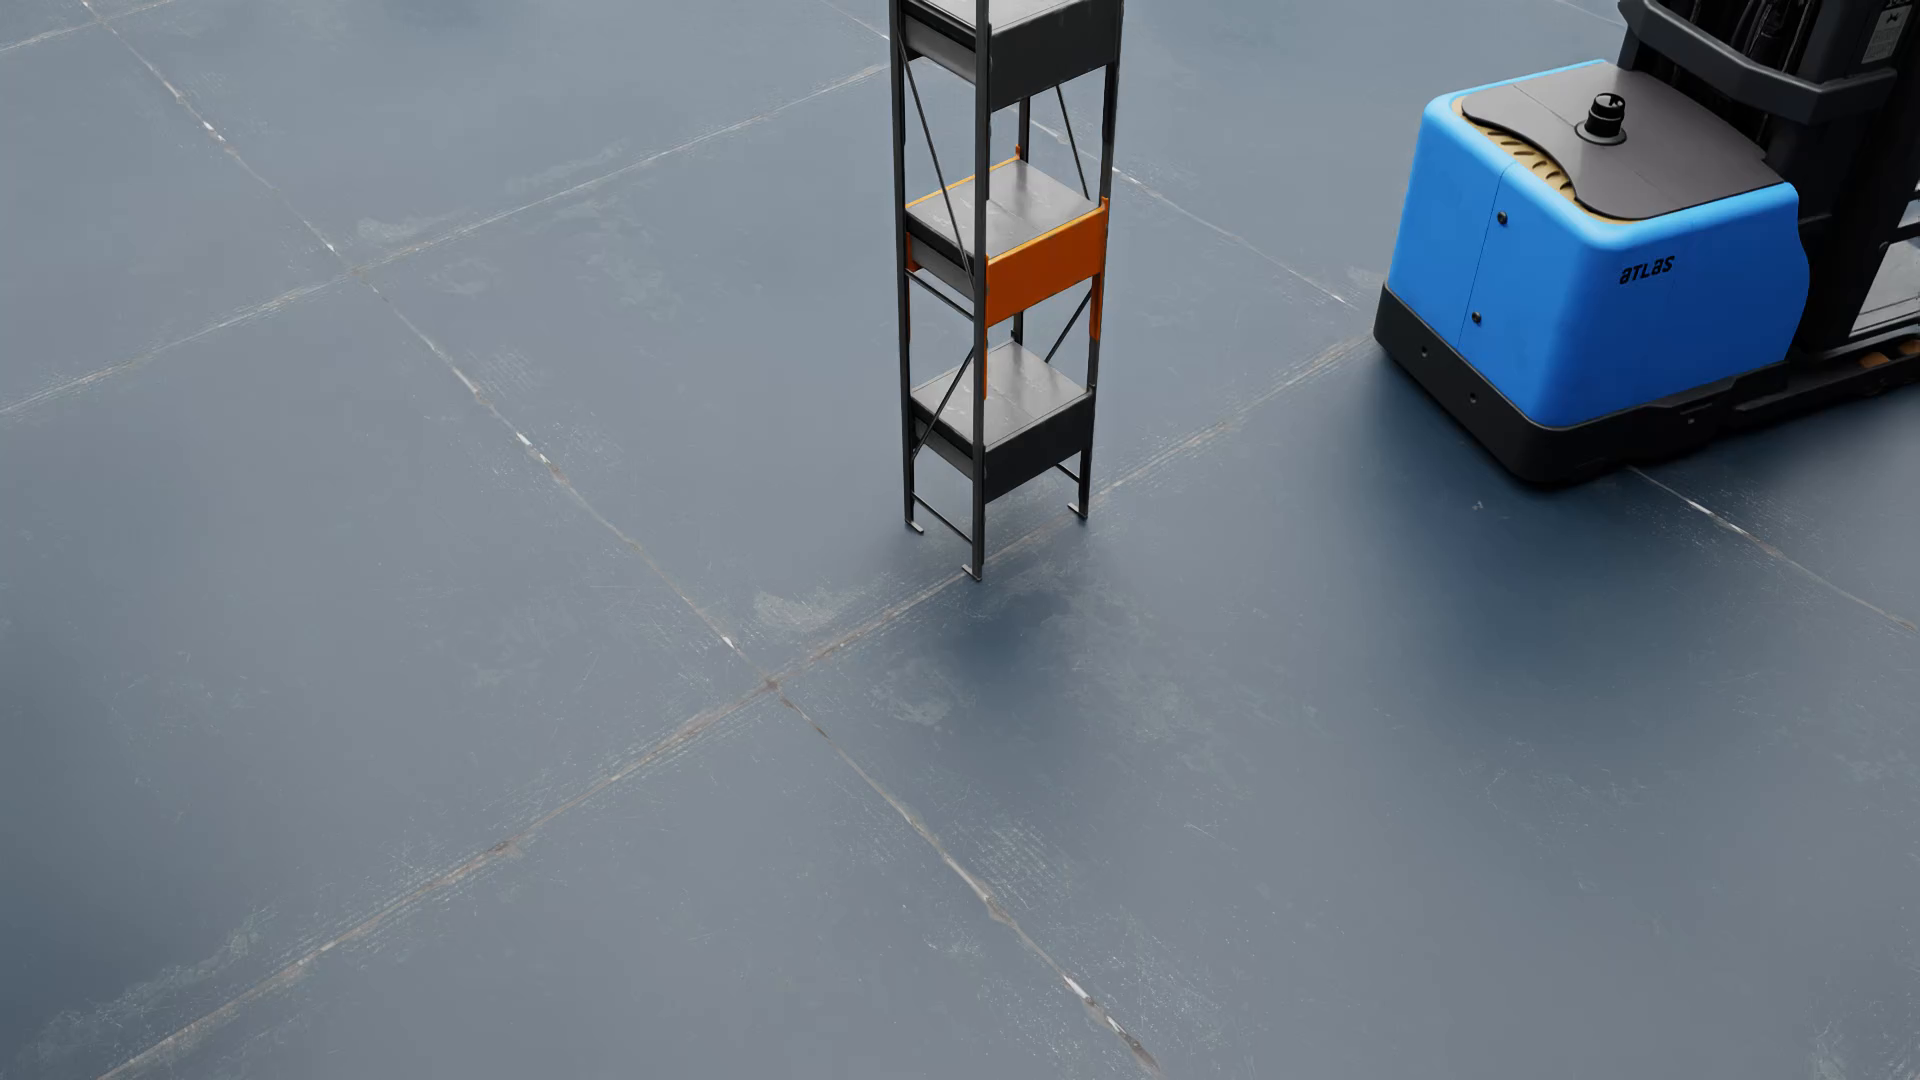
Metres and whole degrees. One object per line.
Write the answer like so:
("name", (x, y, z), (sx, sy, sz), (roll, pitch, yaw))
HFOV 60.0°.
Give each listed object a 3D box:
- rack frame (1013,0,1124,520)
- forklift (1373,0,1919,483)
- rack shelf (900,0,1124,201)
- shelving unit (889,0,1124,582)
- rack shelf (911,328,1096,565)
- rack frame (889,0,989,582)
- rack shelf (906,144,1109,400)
("rack frame", (0.314, -0.945, 5.223), (0.015, 2.100, 0.400), (-30, 51, -28))
("forklift", (3.180, -1.933, 5.668), (3.031, 2.935, 1.130), (-16, 46, -17))
("rack shelf", (0.127, -1.338, 4.639), (0.480, 0.518, 0.431), (-30, 51, -28))
("shelving unit", (0.127, -0.838, 5.109), (0.503, 2.100, 0.431), (-30, 51, -28))
("rack shelf", (0.127, -0.318, 5.597), (0.480, 0.518, 0.431), (-30, 51, -28))
("rack frame", (-0.060, -0.731, 4.994), (0.015, 2.100, 0.400), (-30, 51, -28))
("rack shelf", (0.127, -0.828, 5.118), (0.480, 0.518, 0.431), (-30, 51, -28))
